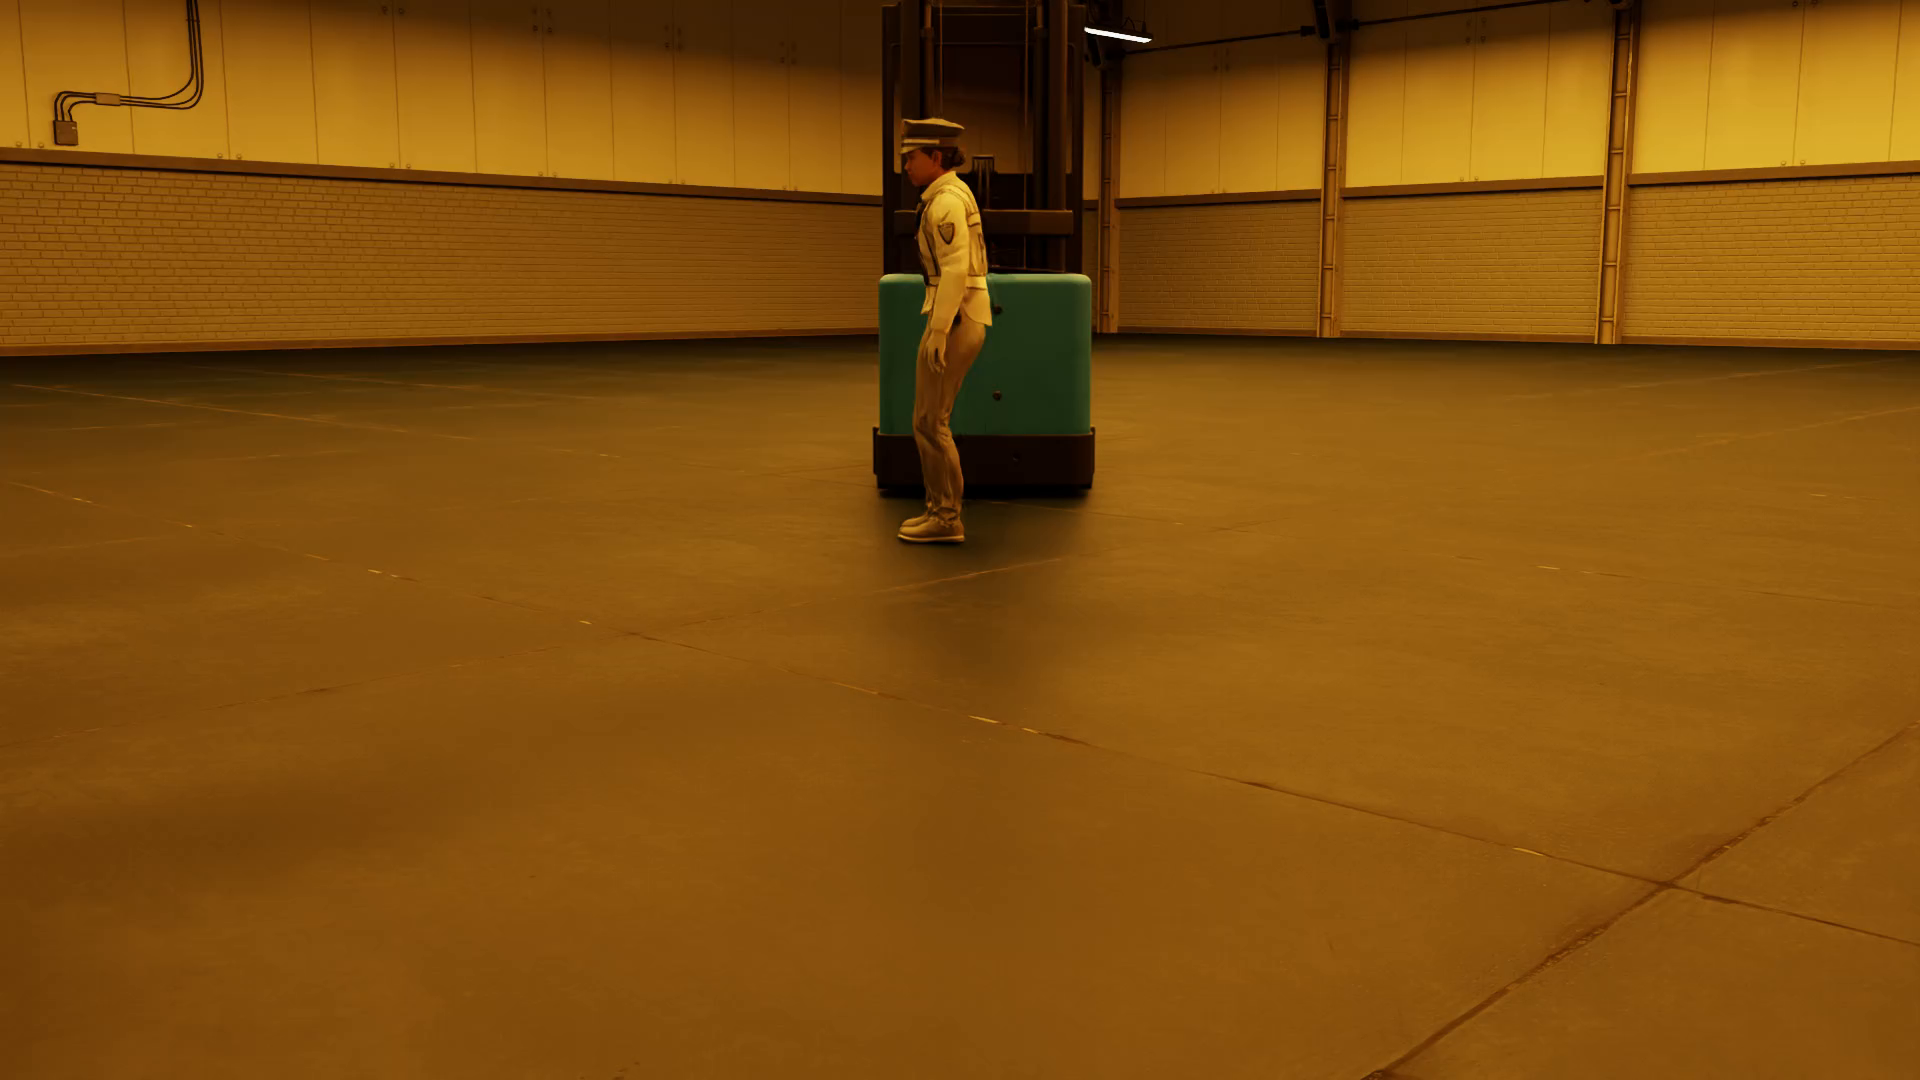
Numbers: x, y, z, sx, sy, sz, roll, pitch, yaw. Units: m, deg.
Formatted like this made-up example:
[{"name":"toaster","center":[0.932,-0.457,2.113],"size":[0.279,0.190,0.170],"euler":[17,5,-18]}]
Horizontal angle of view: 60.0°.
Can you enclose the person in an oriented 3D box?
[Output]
[{"name":"person","center":[-0.063,-0.815,6.579],"size":[0.381,1.660,0.580],"euler":[0,9,-1]}]

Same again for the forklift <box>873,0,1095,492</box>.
[{"name":"forklift","center":[0.124,-1.868,9.282],"size":[1.130,2.935,3.031],"euler":[0,9,0]}]
